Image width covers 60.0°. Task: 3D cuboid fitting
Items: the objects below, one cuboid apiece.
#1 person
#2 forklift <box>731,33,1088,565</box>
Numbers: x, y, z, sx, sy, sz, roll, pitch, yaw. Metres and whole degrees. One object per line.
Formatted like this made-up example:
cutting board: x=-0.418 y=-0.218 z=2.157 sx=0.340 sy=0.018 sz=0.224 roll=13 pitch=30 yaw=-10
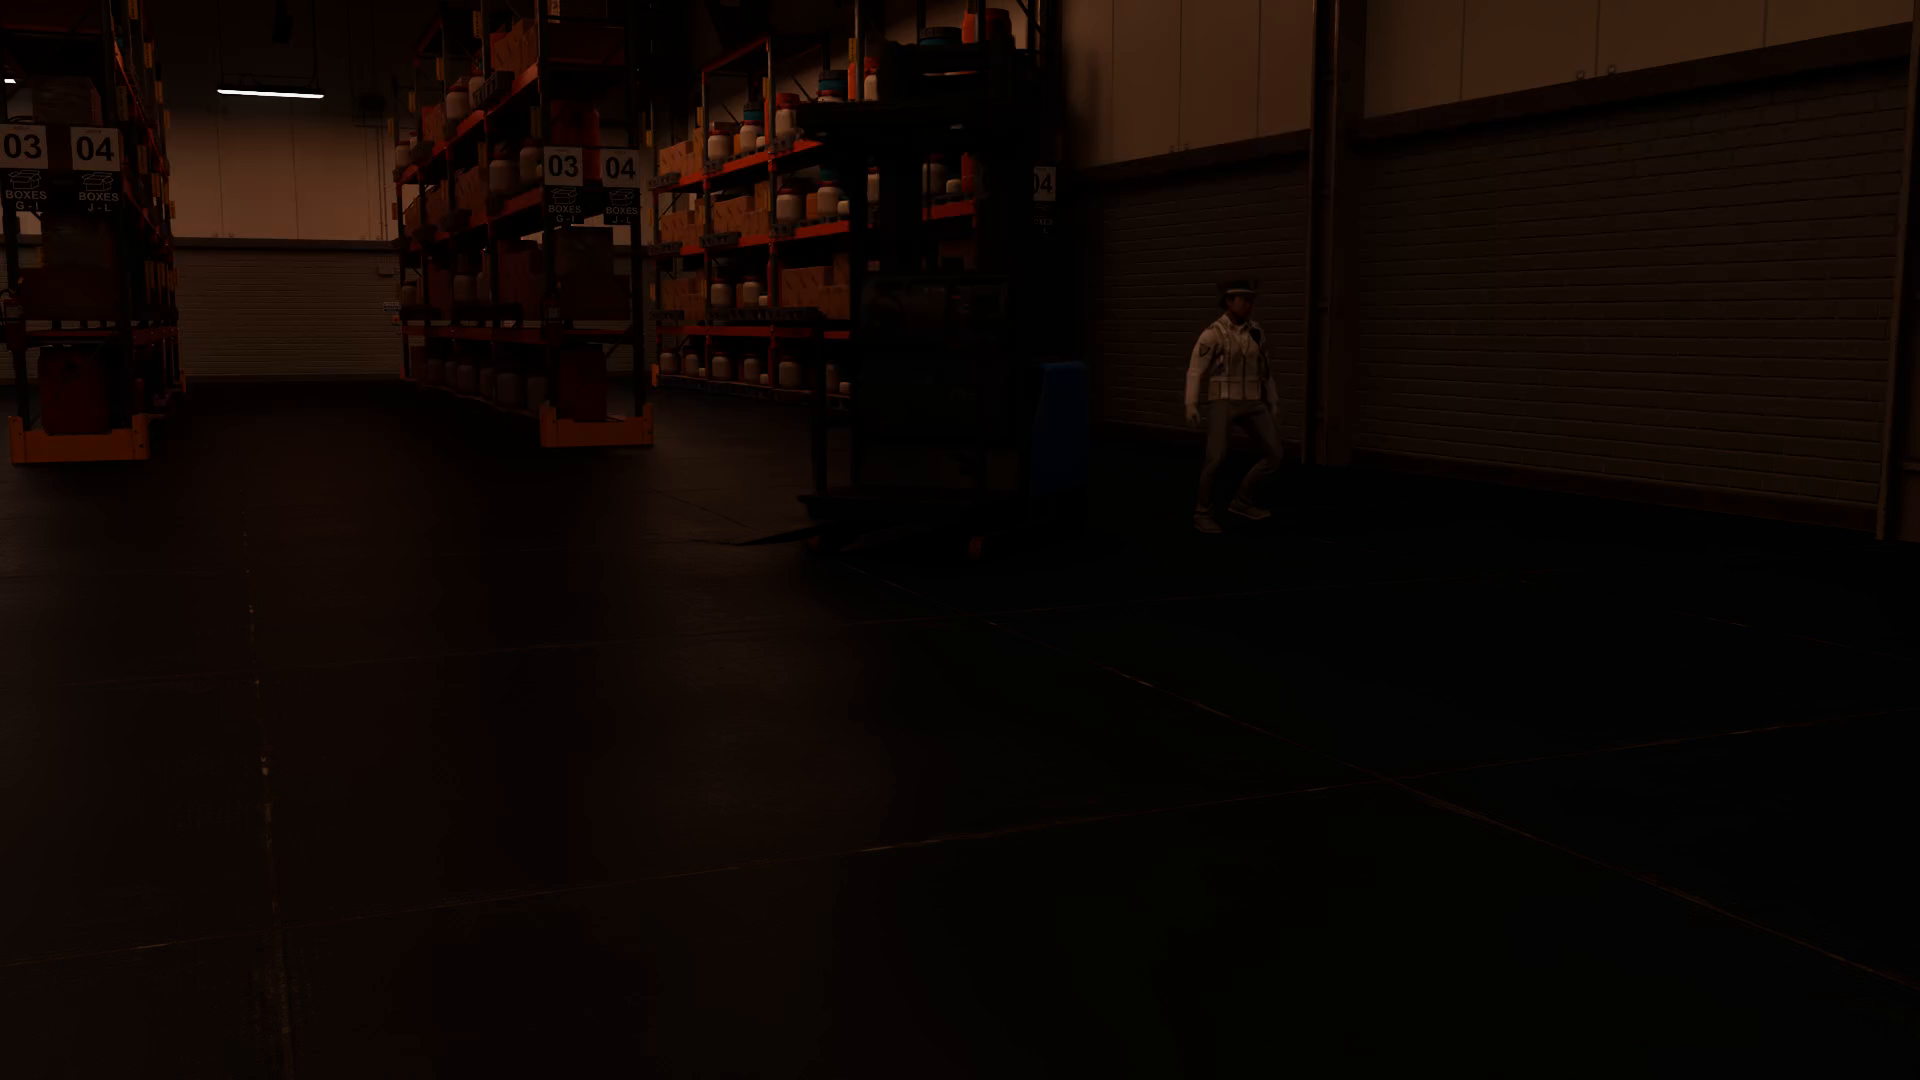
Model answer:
person: x=1.737 y=-0.855 z=10.582 sx=0.715 sy=1.606 sz=0.418 roll=-2 pitch=8 yaw=-16
forklift: x=-0.233 y=-1.378 z=9.390 sx=1.130 sy=2.935 sz=3.031 roll=3 pitch=8 yaw=23
